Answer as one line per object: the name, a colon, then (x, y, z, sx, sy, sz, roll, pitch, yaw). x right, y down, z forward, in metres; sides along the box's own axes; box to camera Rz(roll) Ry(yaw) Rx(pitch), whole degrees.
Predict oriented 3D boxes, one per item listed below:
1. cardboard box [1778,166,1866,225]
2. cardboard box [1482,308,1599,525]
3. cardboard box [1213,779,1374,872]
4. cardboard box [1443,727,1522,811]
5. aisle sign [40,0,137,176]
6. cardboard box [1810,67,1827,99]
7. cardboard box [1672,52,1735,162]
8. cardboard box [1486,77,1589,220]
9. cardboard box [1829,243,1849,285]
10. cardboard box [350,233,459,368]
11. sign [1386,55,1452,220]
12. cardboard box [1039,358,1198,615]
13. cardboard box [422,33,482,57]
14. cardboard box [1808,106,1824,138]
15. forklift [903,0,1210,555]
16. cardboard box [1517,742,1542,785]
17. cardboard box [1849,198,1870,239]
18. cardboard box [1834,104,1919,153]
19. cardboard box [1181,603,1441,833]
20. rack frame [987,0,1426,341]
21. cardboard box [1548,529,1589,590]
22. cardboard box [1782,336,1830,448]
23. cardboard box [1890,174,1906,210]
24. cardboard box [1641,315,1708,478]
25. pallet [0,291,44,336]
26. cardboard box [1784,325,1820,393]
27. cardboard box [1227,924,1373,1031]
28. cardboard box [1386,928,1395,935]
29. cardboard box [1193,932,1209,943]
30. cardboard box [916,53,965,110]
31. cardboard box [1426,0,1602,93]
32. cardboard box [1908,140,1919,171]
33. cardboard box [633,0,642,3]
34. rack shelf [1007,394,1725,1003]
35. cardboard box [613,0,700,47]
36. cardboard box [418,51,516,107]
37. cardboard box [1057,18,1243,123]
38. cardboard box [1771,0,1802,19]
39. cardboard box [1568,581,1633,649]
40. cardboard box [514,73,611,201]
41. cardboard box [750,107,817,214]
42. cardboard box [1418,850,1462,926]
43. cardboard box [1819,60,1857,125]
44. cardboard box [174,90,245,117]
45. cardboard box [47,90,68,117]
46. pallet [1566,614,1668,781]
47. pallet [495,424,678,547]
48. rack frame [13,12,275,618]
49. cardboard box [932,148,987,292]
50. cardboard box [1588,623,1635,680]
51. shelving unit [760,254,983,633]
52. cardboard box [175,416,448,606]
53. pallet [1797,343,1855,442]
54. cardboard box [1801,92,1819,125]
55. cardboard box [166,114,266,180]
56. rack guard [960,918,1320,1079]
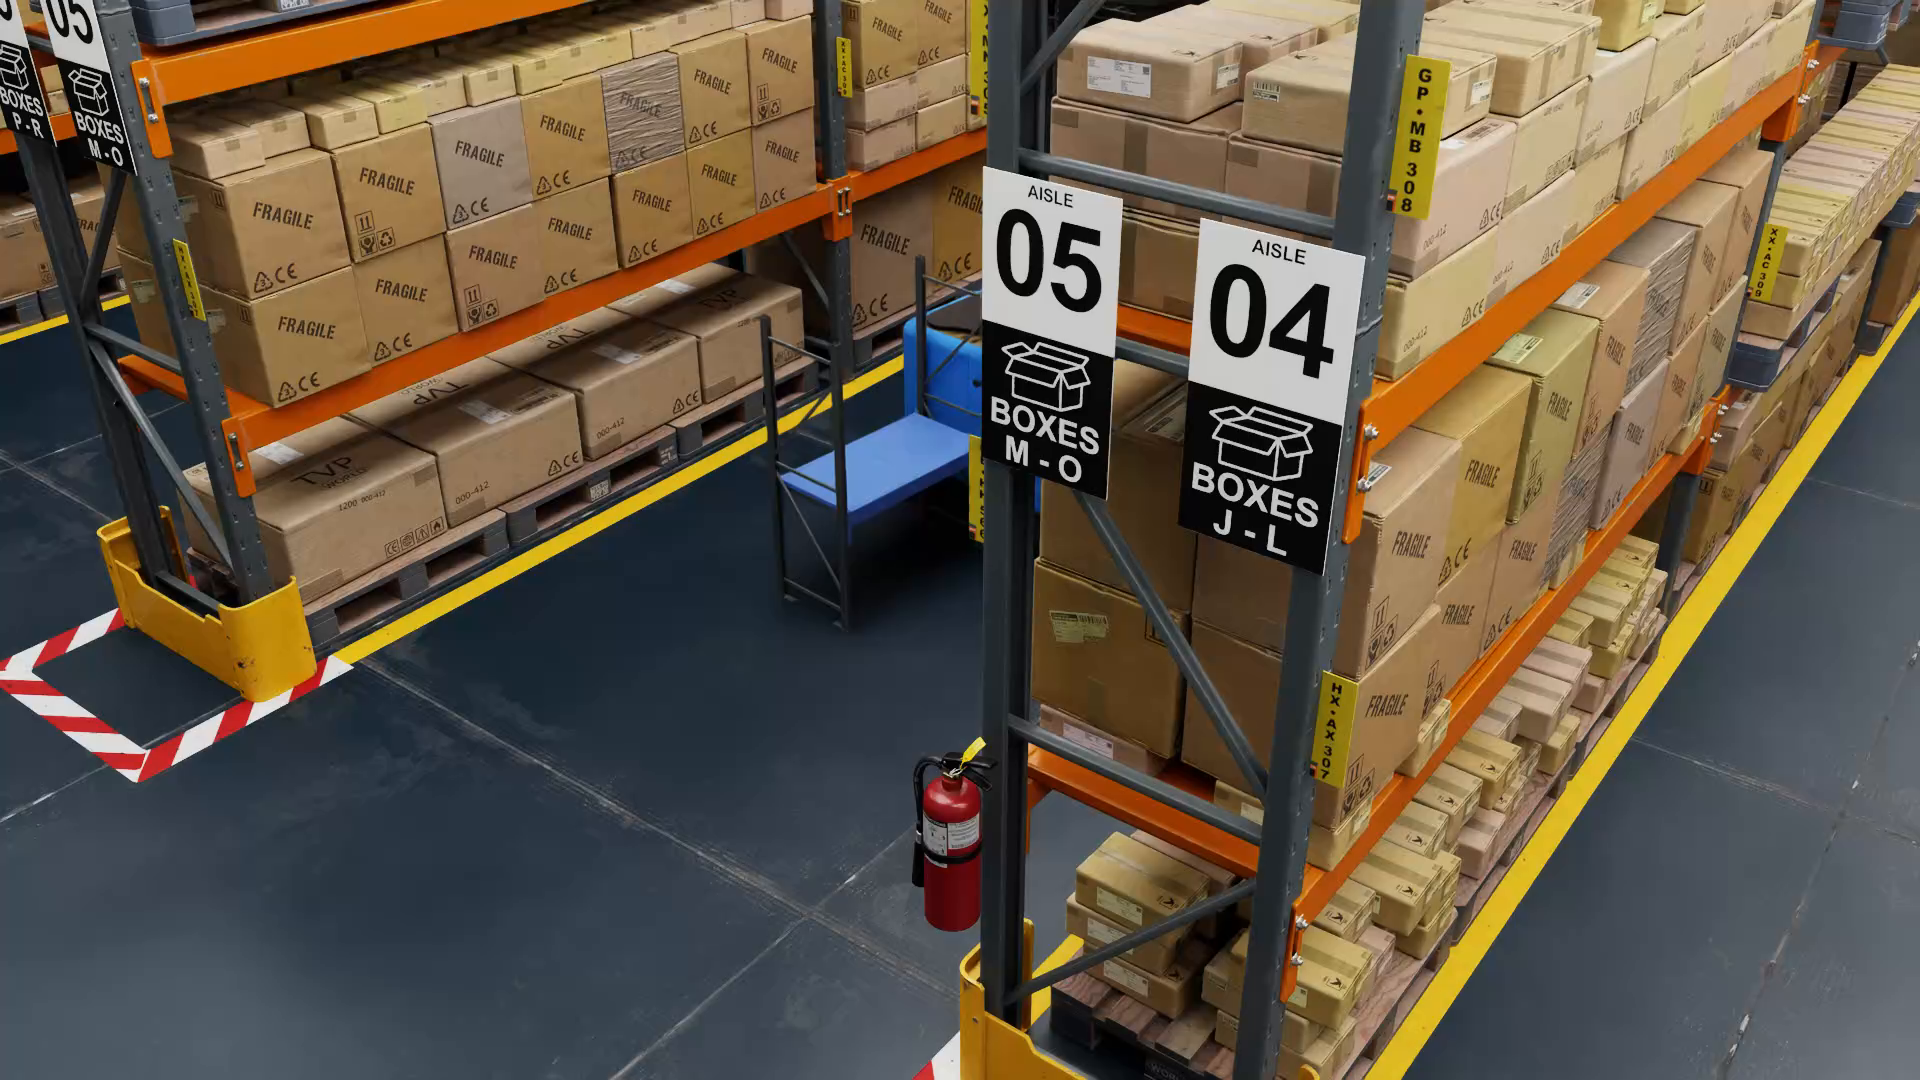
cardboard box: (3.989, -1.611, 7.777, 0.380, 0.149, 0.250, 21, 36, 31)
cardboard box: (1.611, -0.432, 5.167, 0.500, 0.500, 0.500, 20, 36, 30)
cardboard box: (0.954, 0.759, 4.774, 0.380, 0.149, 0.250, 21, 36, 31)
cardboard box: (1.863, 0.822, 6.222, 0.380, 0.149, 0.250, 22, 37, 32)
aisle sign: (-3.323, -1.801, 6.297, 0.394, 0.787, 0.004, 21, 37, 31)
cardboard box: (4.733, -2.661, 9.548, 0.380, 0.149, 0.250, 20, 36, 30)
cardboard box: (2.214, -1.482, 5.513, 0.500, 0.250, 0.500, 21, 36, 31)
cardboard box: (1.284, -1.071, 4.329, 0.500, 0.250, 0.500, 21, 36, 31)
cardboard box: (3.985, -1.352, 7.924, 0.380, 0.149, 0.250, 22, 37, 32)
cardboard box: (-2.709, -1.165, 7.675, 0.500, 0.500, 0.500, 21, 36, 31)
sign: (0.930, -0.818, 3.389, 0.100, 0.325, 0.005, 21, 37, 31)
cardboard box: (0.575, -0.182, 4.745, 0.500, 0.500, 0.500, 20, 36, 30)
cardboard box: (-2.553, -2.397, 8.138, 0.380, 0.149, 0.250, 22, 37, 33)
cardboard box: (4.895, -2.523, 9.900, 0.380, 0.149, 0.250, 21, 36, 31)
forklift: (1.056, -1.849, 8.996, 1.130, 2.935, 3.031, 25, 39, 35)
cardboard box: (2.111, 0.872, 6.722, 0.380, 0.149, 0.250, 22, 37, 32)
cardboard box: (4.144, -1.591, 8.035, 0.380, 0.149, 0.250, 23, 38, 33)
cardboard box: (4.776, -2.145, 8.678, 0.380, 0.149, 0.250, 21, 37, 31)
cardboard box: (0.988, 0.413, 4.721, 0.500, 0.500, 0.500, 23, 38, 33)
rack frame: (0.497, -1.899, 3.129, 1.000, 3.000, 0.127, 21, 37, 31)
cardboard box: (2.040, 0.009, 6.039, 0.380, 0.149, 0.250, 22, 37, 32)
cardboard box: (4.515, -0.898, 9.363, 0.500, 0.500, 0.500, 19, 36, 29)
cardboard box: (4.774, -1.886, 8.825, 0.380, 0.149, 0.250, 19, 36, 29)
cardboard box: (2.531, -0.621, 6.466, 0.500, 0.500, 0.500, 20, 36, 30)
pallet: (-6.944, -1.483, 11.045, 1.003, 0.211, 1.213, 21, 37, 31)
cardboard box: (4.199, -1.015, 8.824, 0.500, 0.250, 0.500, 23, 37, 33)
cardboard box: (1.084, 1.363, 5.309, 0.380, 0.149, 0.250, 19, 36, 29)
cardboard box: (1.306, 1.378, 5.867, 0.380, 0.149, 0.250, 22, 37, 32)
cardboard box: (0.723, 1.313, 5.976, 0.380, 0.149, 0.250, 22, 37, 33)
cardboard box: (-0.313, -2.890, 10.341, 0.500, 0.250, 0.500, 22, 37, 32)
cardboard box: (1.412, -1.277, 4.287, 0.380, 0.149, 0.250, 22, 37, 32)
cardboard box: (4.923, -2.112, 8.914, 0.380, 0.149, 0.250, 21, 37, 31)
cardboard box: (-1.756, -2.905, 8.994, 0.380, 0.149, 0.250, 21, 36, 31)
rack shelf: (1.704, 0.178, 6.213, 1.077, 0.370, 4.000, 21, 37, 31)
cardboard box: (-1.570, -2.675, 8.607, 0.380, 0.149, 0.250, 21, 36, 31)
cardboard box: (-2.280, -2.135, 7.695, 0.380, 0.149, 0.250, 21, 37, 32)
cardboard box: (0.464, -1.157, 4.083, 0.380, 0.149, 0.250, 21, 36, 31)
cardboard box: (2.836, -2.120, 6.099, 0.500, 0.250, 0.500, 19, 36, 29)
cardboard box: (2.637, 0.289, 7.120, 0.380, 0.149, 0.250, 21, 36, 31)
cardboard box: (-2.082, -2.008, 8.118, 0.500, 0.500, 0.500, 21, 37, 31)
cardboard box: (-1.172, -2.203, 9.427, 0.500, 0.500, 0.500, 21, 37, 32)
cardboard box: (1.547, 1.174, 5.920, 0.380, 0.149, 0.250, 22, 37, 33)
cardboard box: (5.384, -2.879, 10.568, 0.500, 0.500, 0.500, 21, 37, 31)
cardboard box: (-3.319, -1.871, 7.250, 0.380, 0.149, 0.250, 22, 37, 32)
cardboard box: (-6.093, -2.890, 10.930, 0.380, 0.149, 0.250, 22, 37, 32)
pallet: (2.534, 0.539, 7.634, 1.003, 0.211, 1.213, 21, 37, 31)
pallet: (-2.353, -0.444, 9.293, 1.003, 0.211, 1.213, 21, 37, 31)
rack frame: (-3.510, -0.801, 7.159, 1.000, 3.000, 0.127, 21, 37, 31)
cardboard box: (-0.246, -2.340, 11.428, 0.875, 0.875, 0.875, 22, 37, 33)
cardboard box: (2.674, 0.427, 7.179, 0.380, 0.149, 0.250, 20, 36, 30)
shelving unit: (-0.370, -0.480, 8.088, 0.538, 1.500, 1.048, 25, 39, 35)
cardboard box: (-3.192, -0.178, 8.210, 0.875, 0.438, 0.875, 20, 36, 30)
pallet: (4.853, -1.054, 10.321, 1.003, 0.211, 1.213, 21, 37, 31)
cardboard box: (4.712, -2.525, 9.612, 0.380, 0.149, 0.250, 23, 38, 34)
cardboard box: (-3.075, -1.612, 6.813, 0.380, 0.149, 0.250, 22, 37, 32)
rack guard: (0.543, 1.726, 5.348, 1.175, 0.500, 0.348, 21, 37, 31)
